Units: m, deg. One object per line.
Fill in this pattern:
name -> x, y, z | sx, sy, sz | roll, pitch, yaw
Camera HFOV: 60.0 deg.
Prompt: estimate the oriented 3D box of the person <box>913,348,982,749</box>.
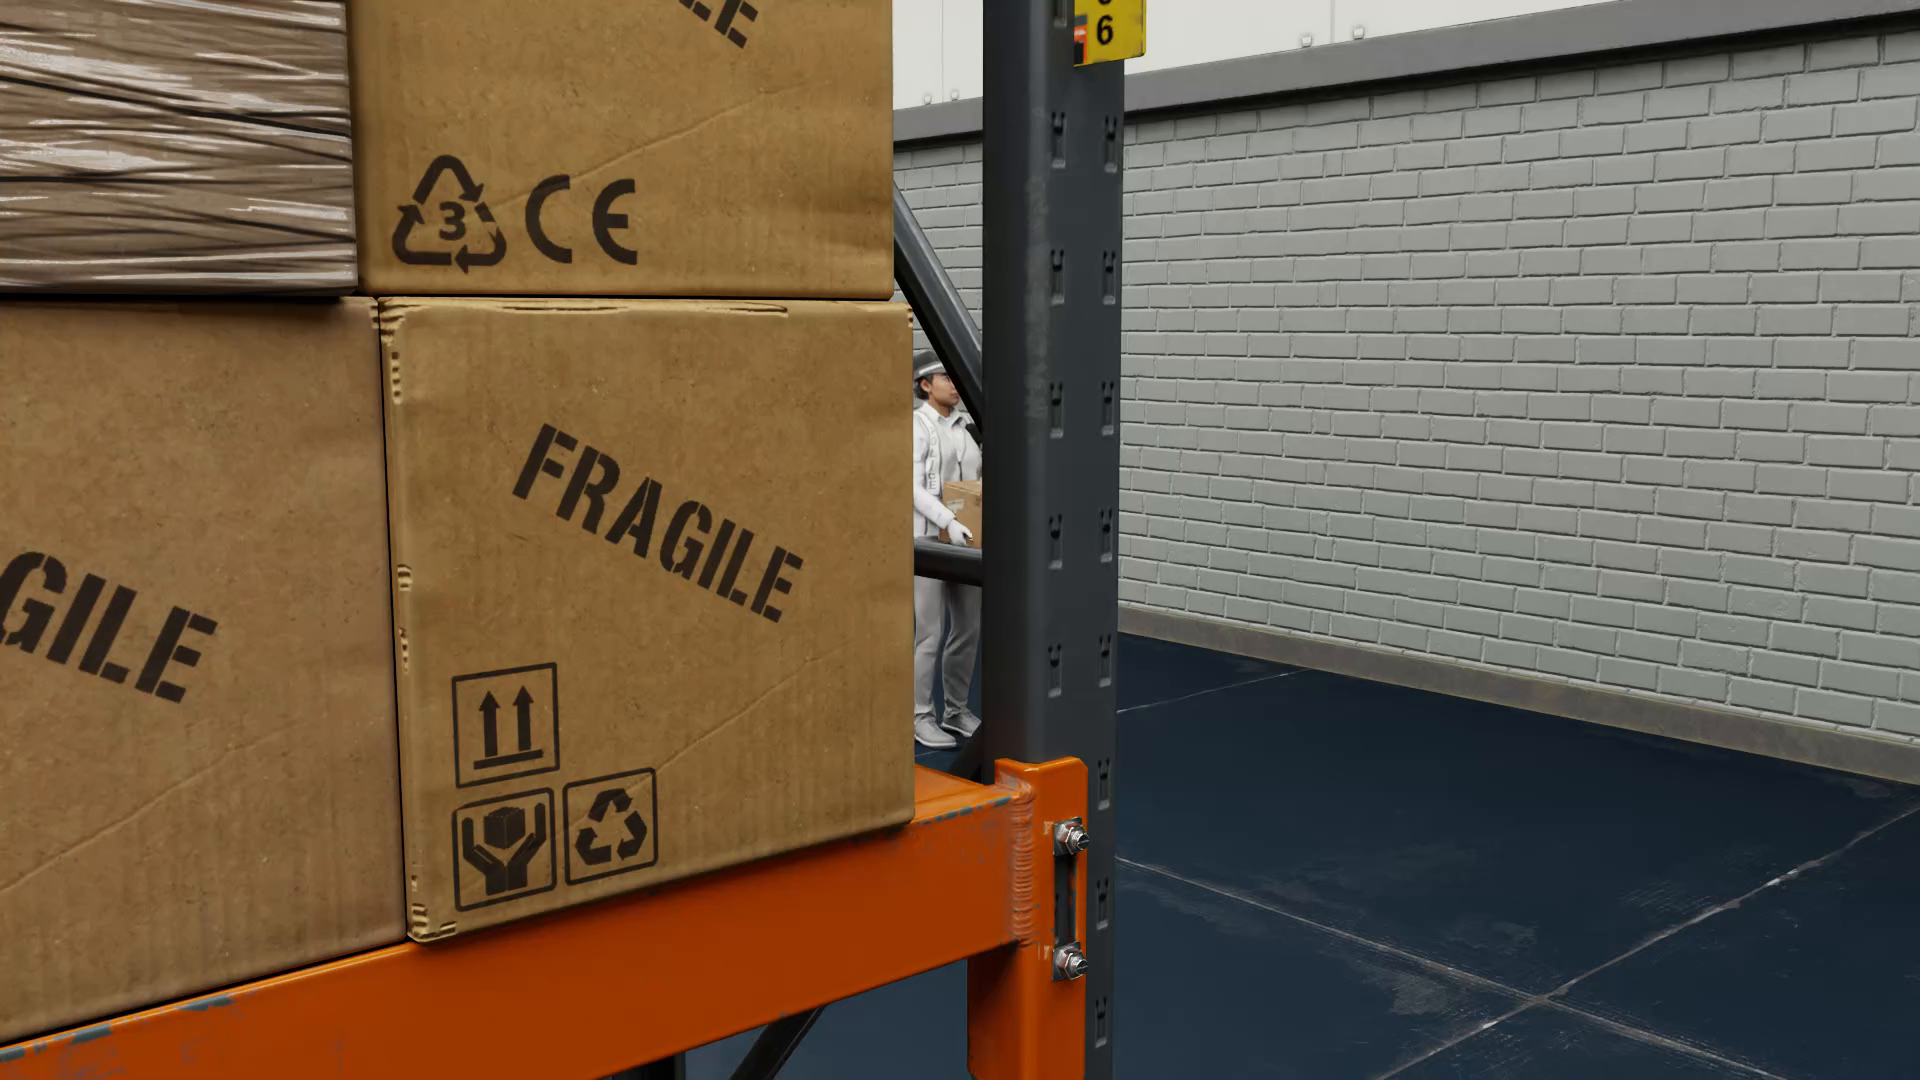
person -> -0.023, 0.018, 7.032 | 0.479, 1.692, 0.529 | -7, 10, -41
